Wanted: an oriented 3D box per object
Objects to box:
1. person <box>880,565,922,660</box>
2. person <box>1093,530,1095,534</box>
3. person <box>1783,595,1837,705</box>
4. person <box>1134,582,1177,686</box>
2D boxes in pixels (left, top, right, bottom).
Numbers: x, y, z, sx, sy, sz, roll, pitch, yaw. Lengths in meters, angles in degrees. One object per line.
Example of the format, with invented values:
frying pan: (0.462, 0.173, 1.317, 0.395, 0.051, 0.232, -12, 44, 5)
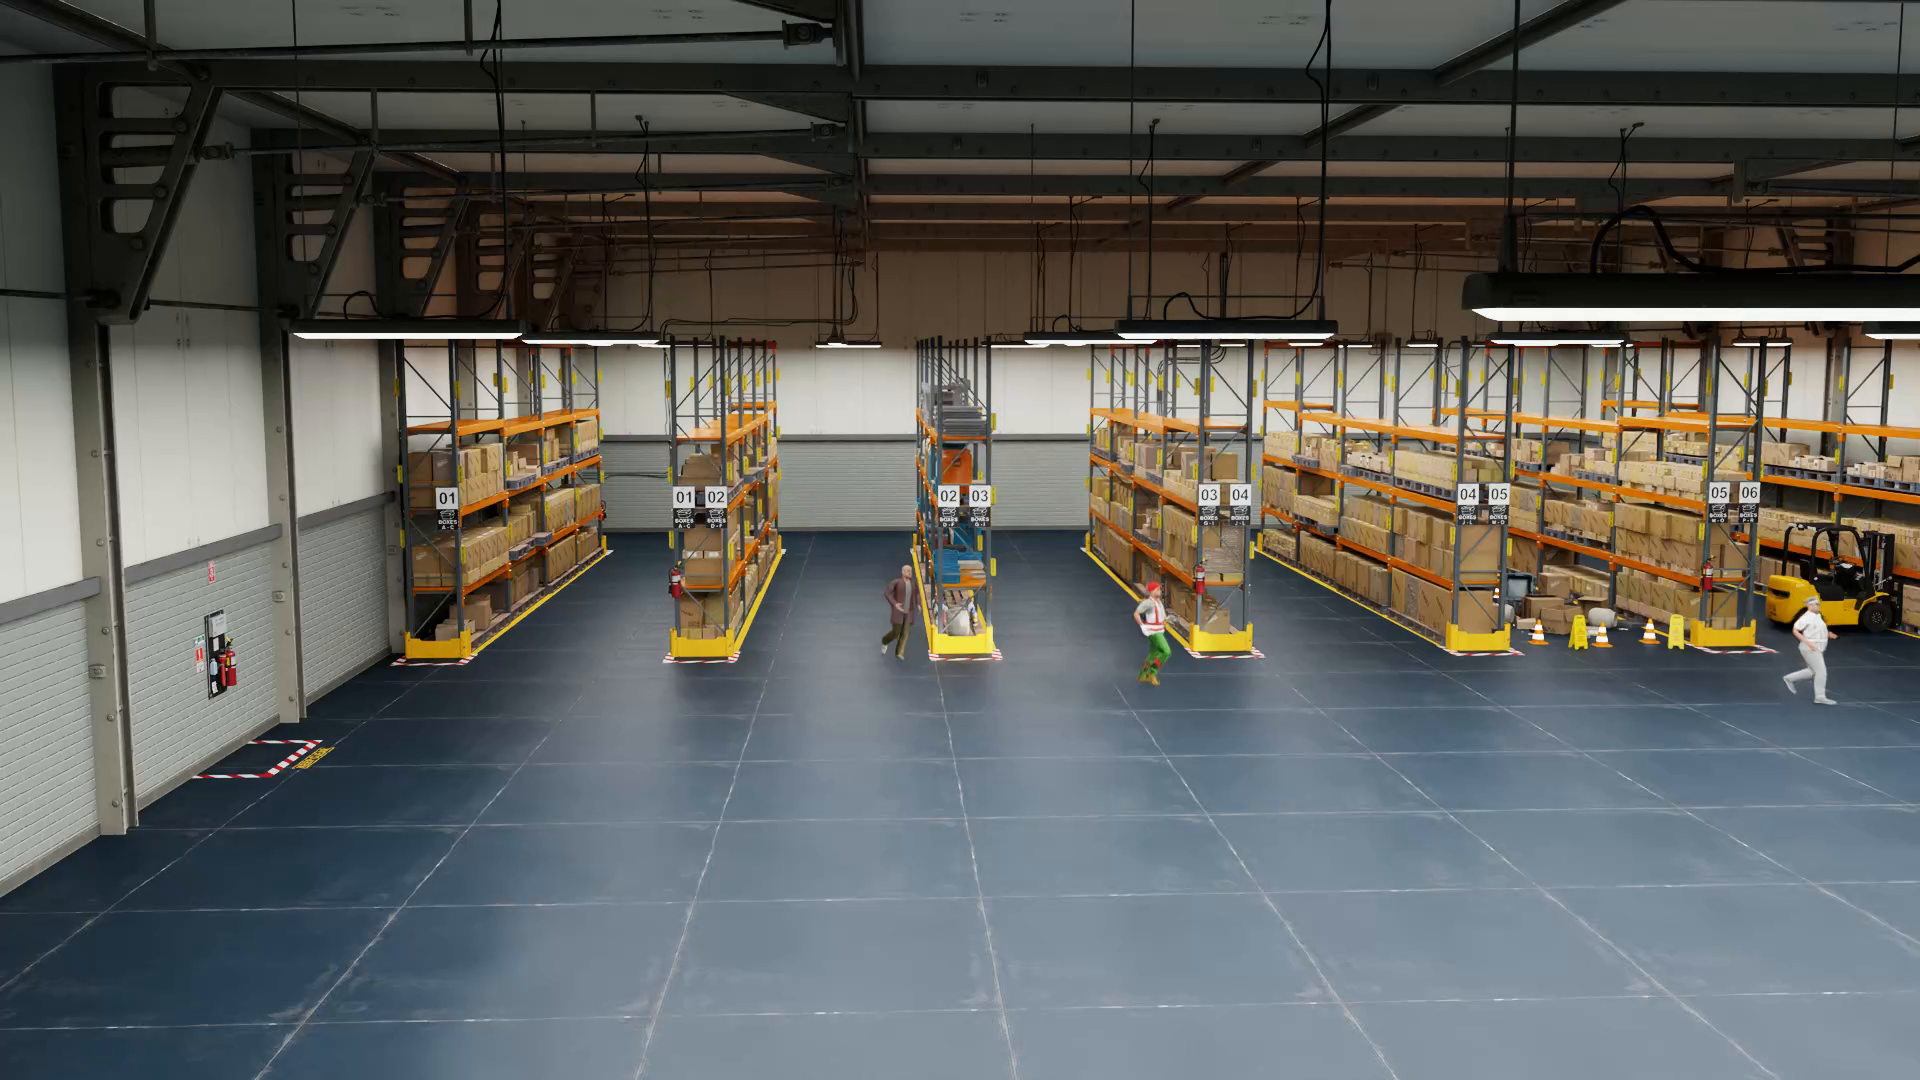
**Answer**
person: (-1.039, 1.338, 31.054, 0.763, 1.737, 0.835, -4, 7, -30)
person: (4.095, -0.601, 49.086, 0.711, 1.623, 0.595, 0, 7, 3)
person: (13.902, 1.769, 27.148, 0.676, 1.751, 0.864, -6, 9, -44)
person: (3.373, 1.604, 28.479, 0.685, 1.775, 0.646, 3, 7, 25)
